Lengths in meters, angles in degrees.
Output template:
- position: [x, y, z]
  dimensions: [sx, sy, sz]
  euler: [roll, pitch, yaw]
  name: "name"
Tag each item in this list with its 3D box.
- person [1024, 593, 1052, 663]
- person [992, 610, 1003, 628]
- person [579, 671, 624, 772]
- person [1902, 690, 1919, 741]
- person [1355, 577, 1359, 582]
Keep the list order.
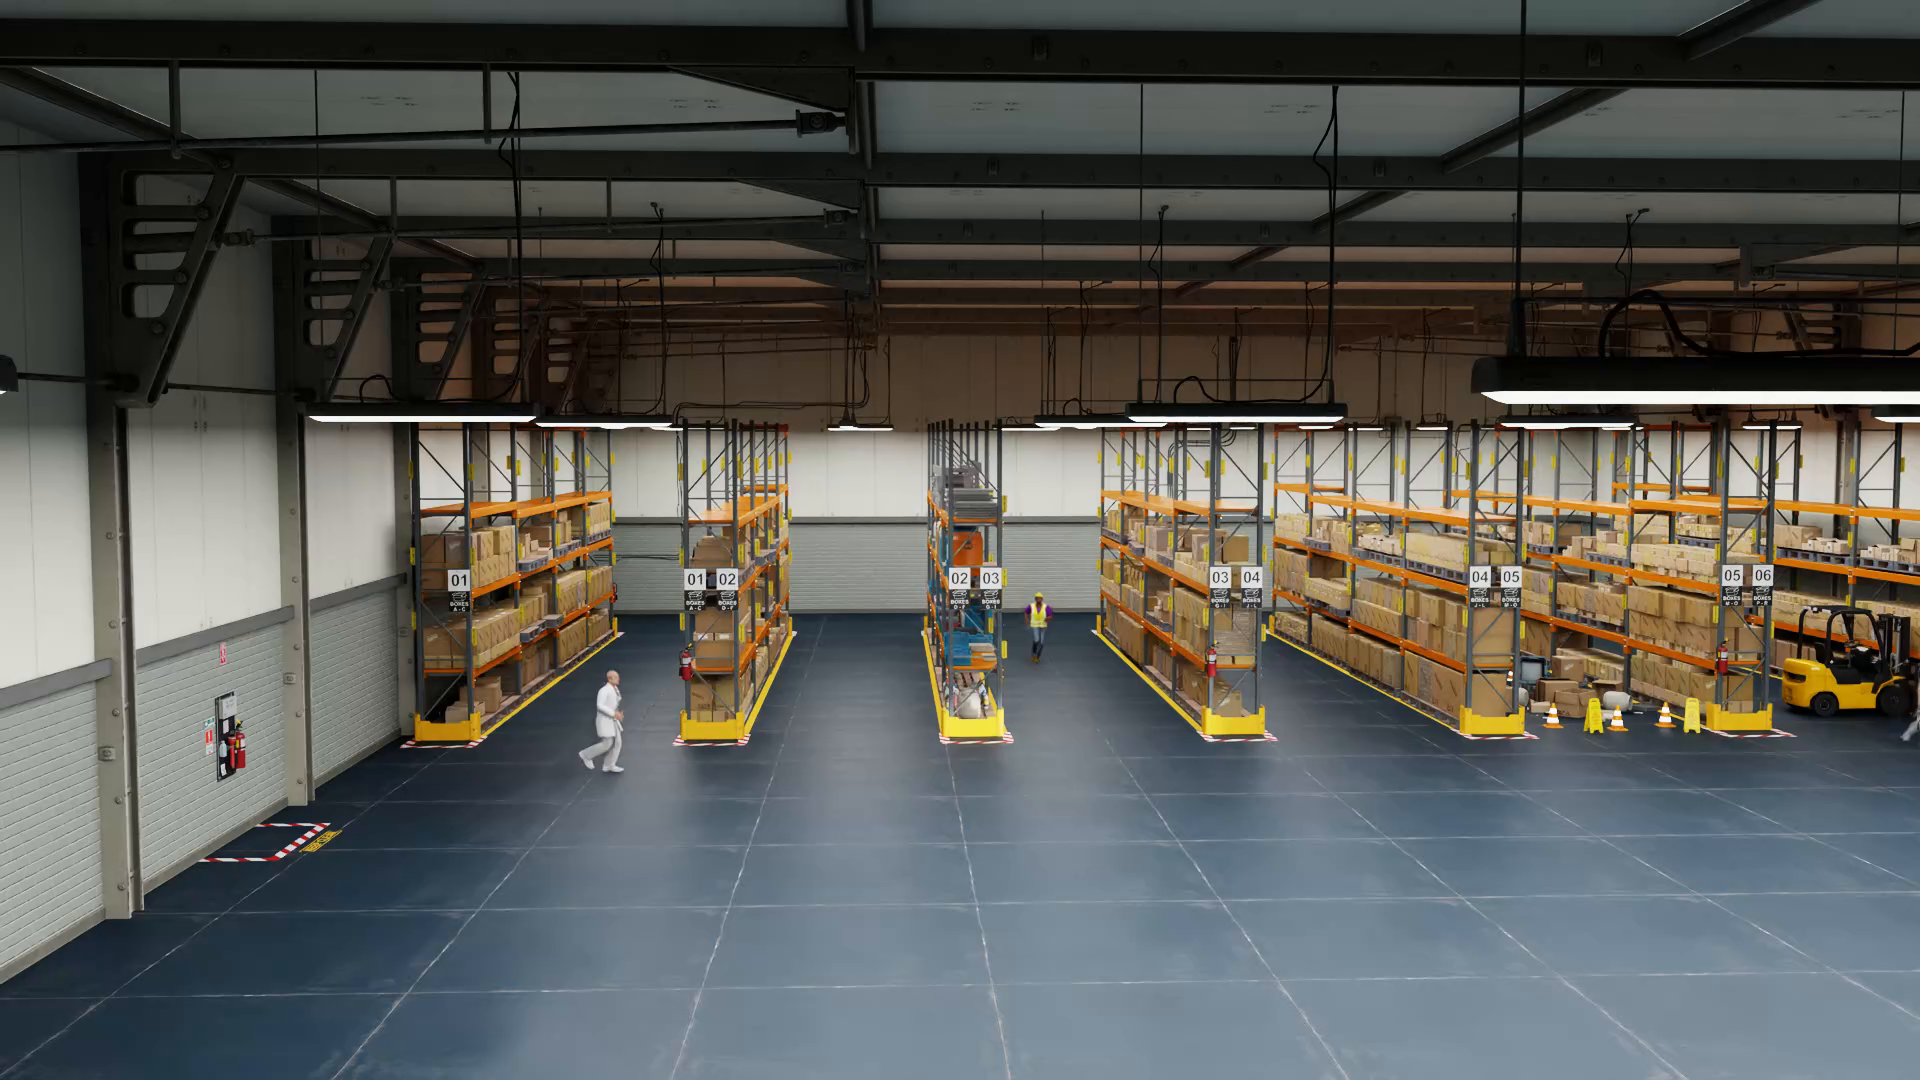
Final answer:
- position: [1.969, 2.190, 41.431]
  dimensions: [0.669, 1.753, 0.690]
  euler: [0, 4, -8]
  name: "person"
- position: [0.813, 1.717, 49.093]
  dimensions: [0.989, 1.722, 0.716]
  euler: [1, 4, 9]
  name: "person"
- position: [-6.001, 3.067, 28.121]
  dimensions: [0.768, 1.729, 0.703]
  euler: [1, 4, 14]
  name: "person"
- position: [17.798, 2.918, 30.462]
  dimensions: [0.789, 1.692, 0.685]
  euler: [0, 4, 3]
  name: "person"
- position: [11.633, 1.889, 47.970]
  dimensions: [0.890, 1.673, 0.650]
  euler: [2, 4, 34]
  name: "person"
